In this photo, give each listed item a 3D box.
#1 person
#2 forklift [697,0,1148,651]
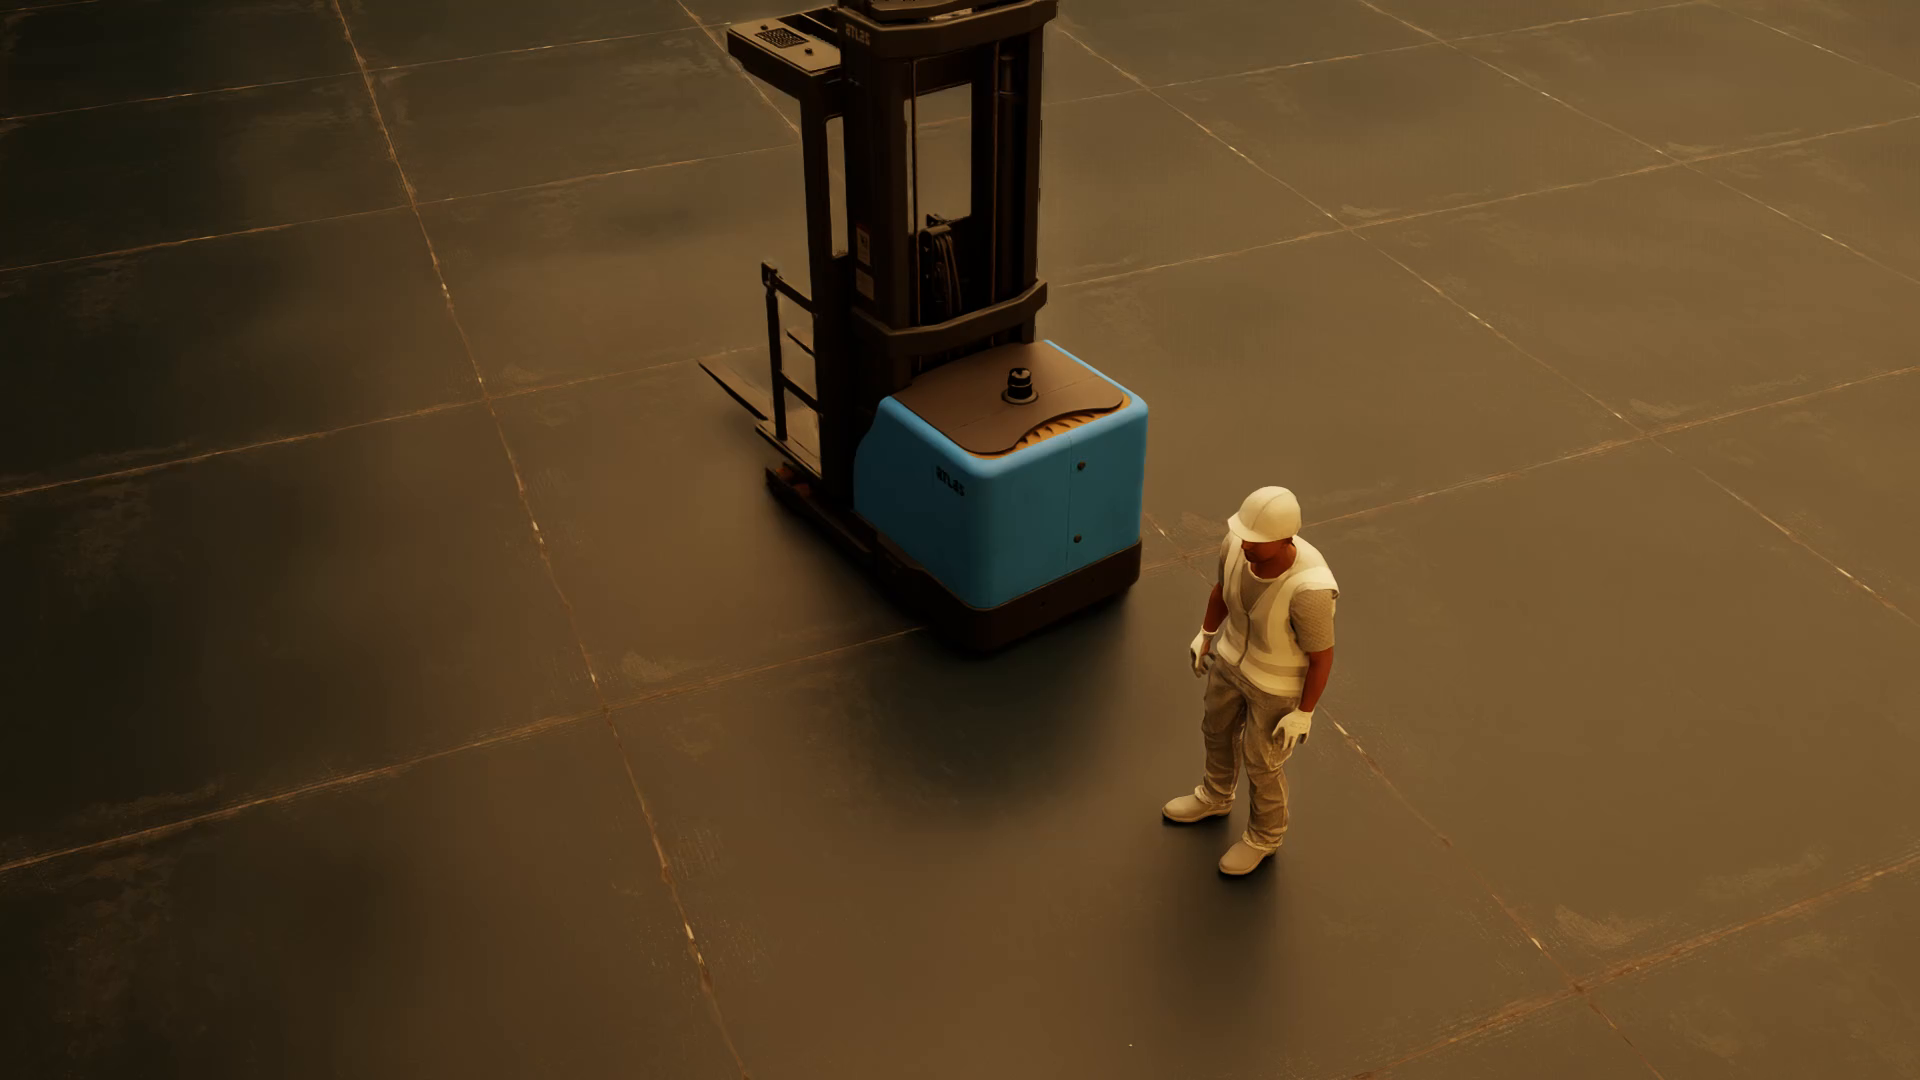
[{"bbox_3d":[1.136,0.520,6.368,0.444,1.776,0.632,-20,40,-25],"label":"person"},{"bbox_3d":[-0.383,-1.481,8.182,1.130,2.935,3.031,-23,41,-29],"label":"forklift"}]
